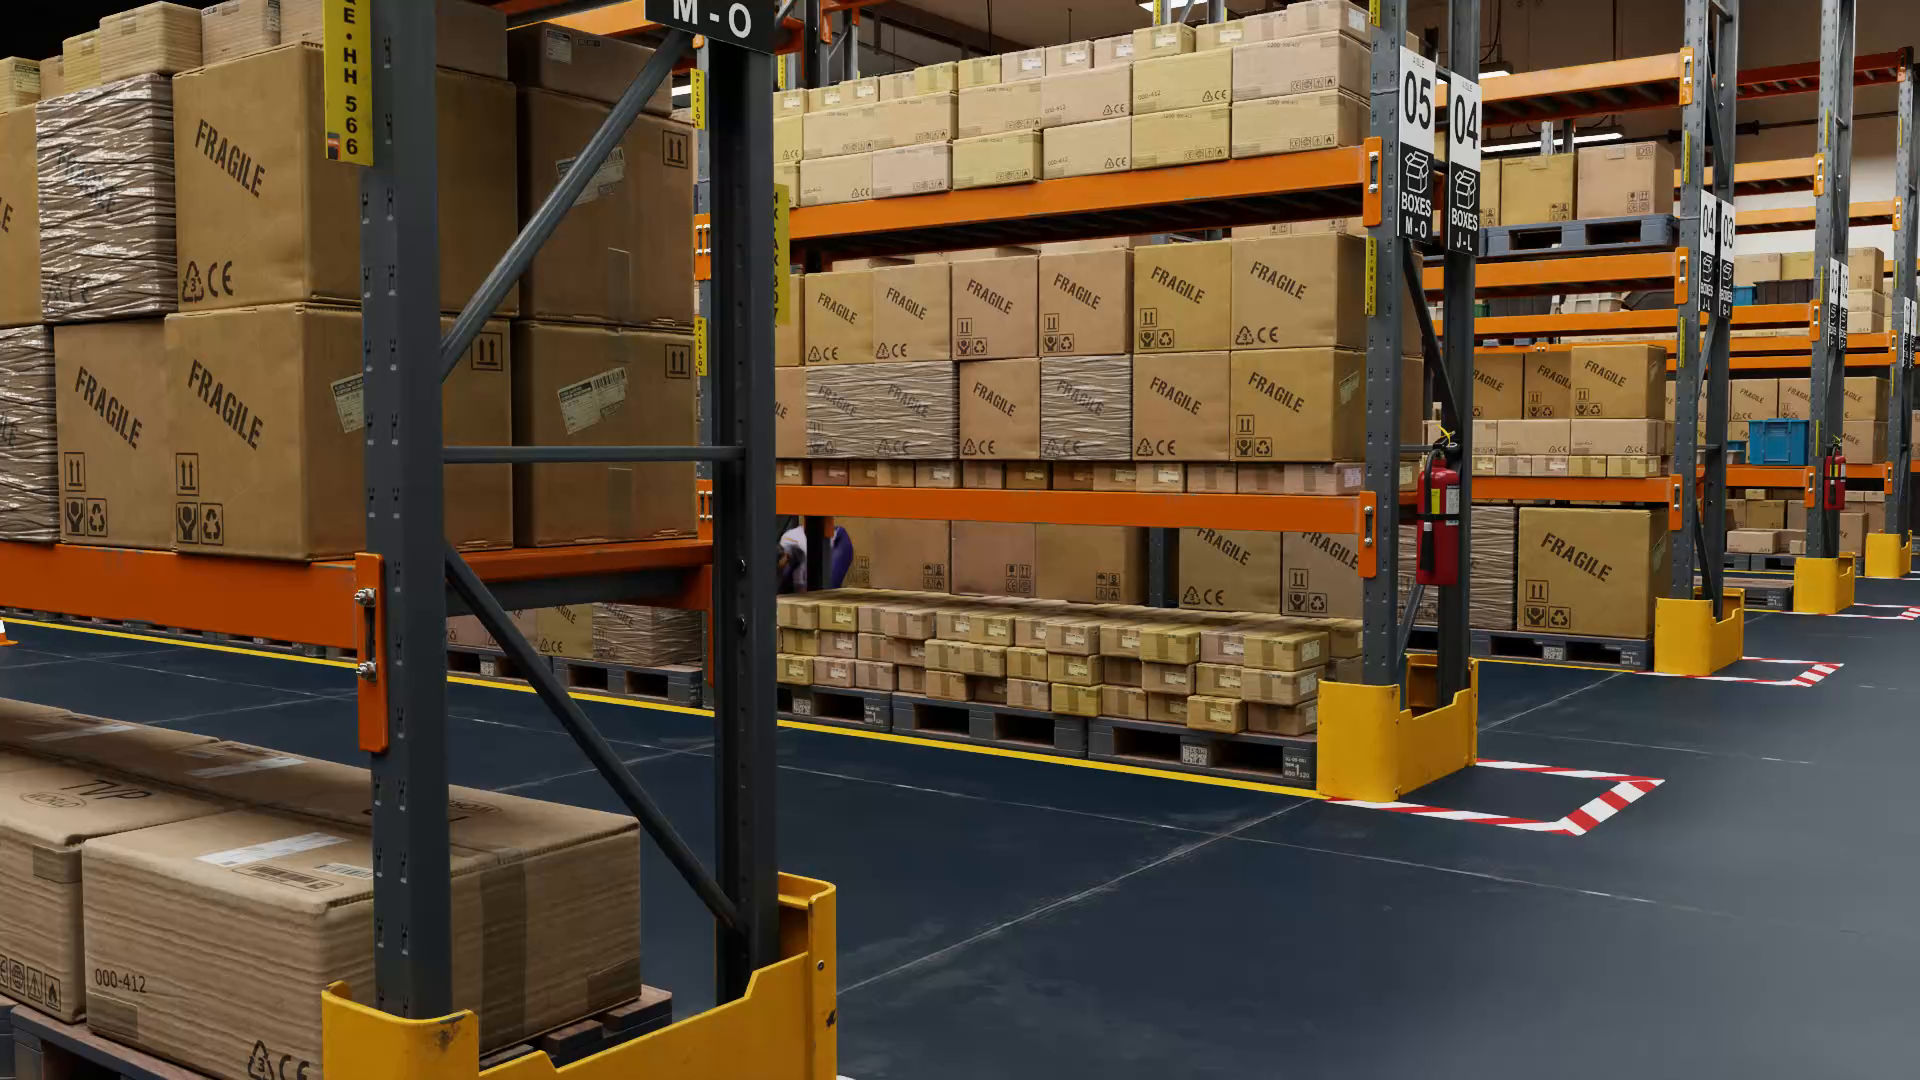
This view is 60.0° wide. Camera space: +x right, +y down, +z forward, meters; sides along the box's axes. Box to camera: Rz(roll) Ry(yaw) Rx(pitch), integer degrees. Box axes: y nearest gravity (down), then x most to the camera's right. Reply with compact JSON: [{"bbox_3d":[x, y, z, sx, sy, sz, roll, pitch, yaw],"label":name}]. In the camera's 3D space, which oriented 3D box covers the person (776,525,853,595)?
[{"bbox_3d":[-1.157,0.360,12.182,0.503,0.945,0.907,2,4,33],"label":"person"}]
